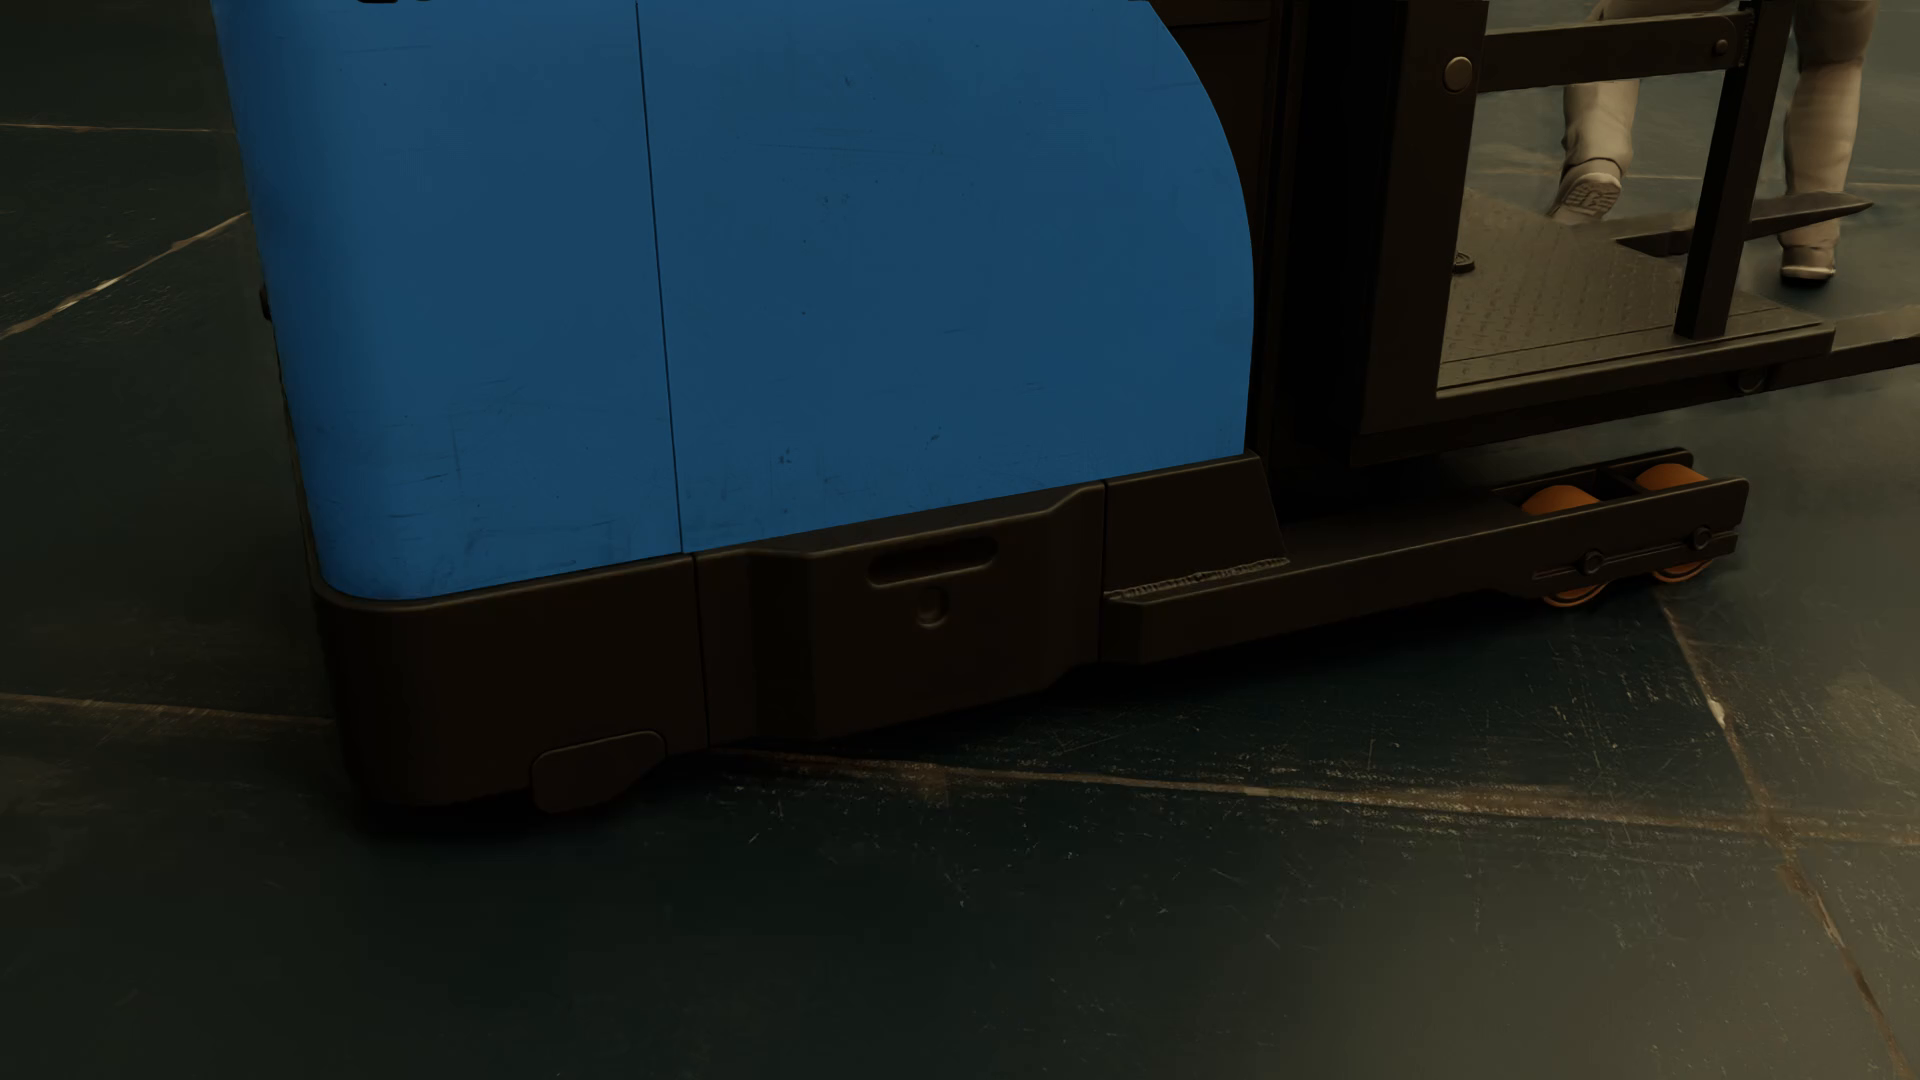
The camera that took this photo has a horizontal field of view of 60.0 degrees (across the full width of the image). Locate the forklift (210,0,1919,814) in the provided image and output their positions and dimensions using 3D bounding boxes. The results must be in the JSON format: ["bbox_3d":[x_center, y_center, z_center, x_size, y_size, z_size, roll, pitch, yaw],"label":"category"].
[{"bbox_3d":[0.564,-1.424,2.072,3.031,2.935,1.130,-11,28,-20],"label":"forklift"}]

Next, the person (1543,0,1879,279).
[{"bbox_3d":[1.662,-1.252,3.339,0.955,1.542,0.489,1,27,2],"label":"person"}]
